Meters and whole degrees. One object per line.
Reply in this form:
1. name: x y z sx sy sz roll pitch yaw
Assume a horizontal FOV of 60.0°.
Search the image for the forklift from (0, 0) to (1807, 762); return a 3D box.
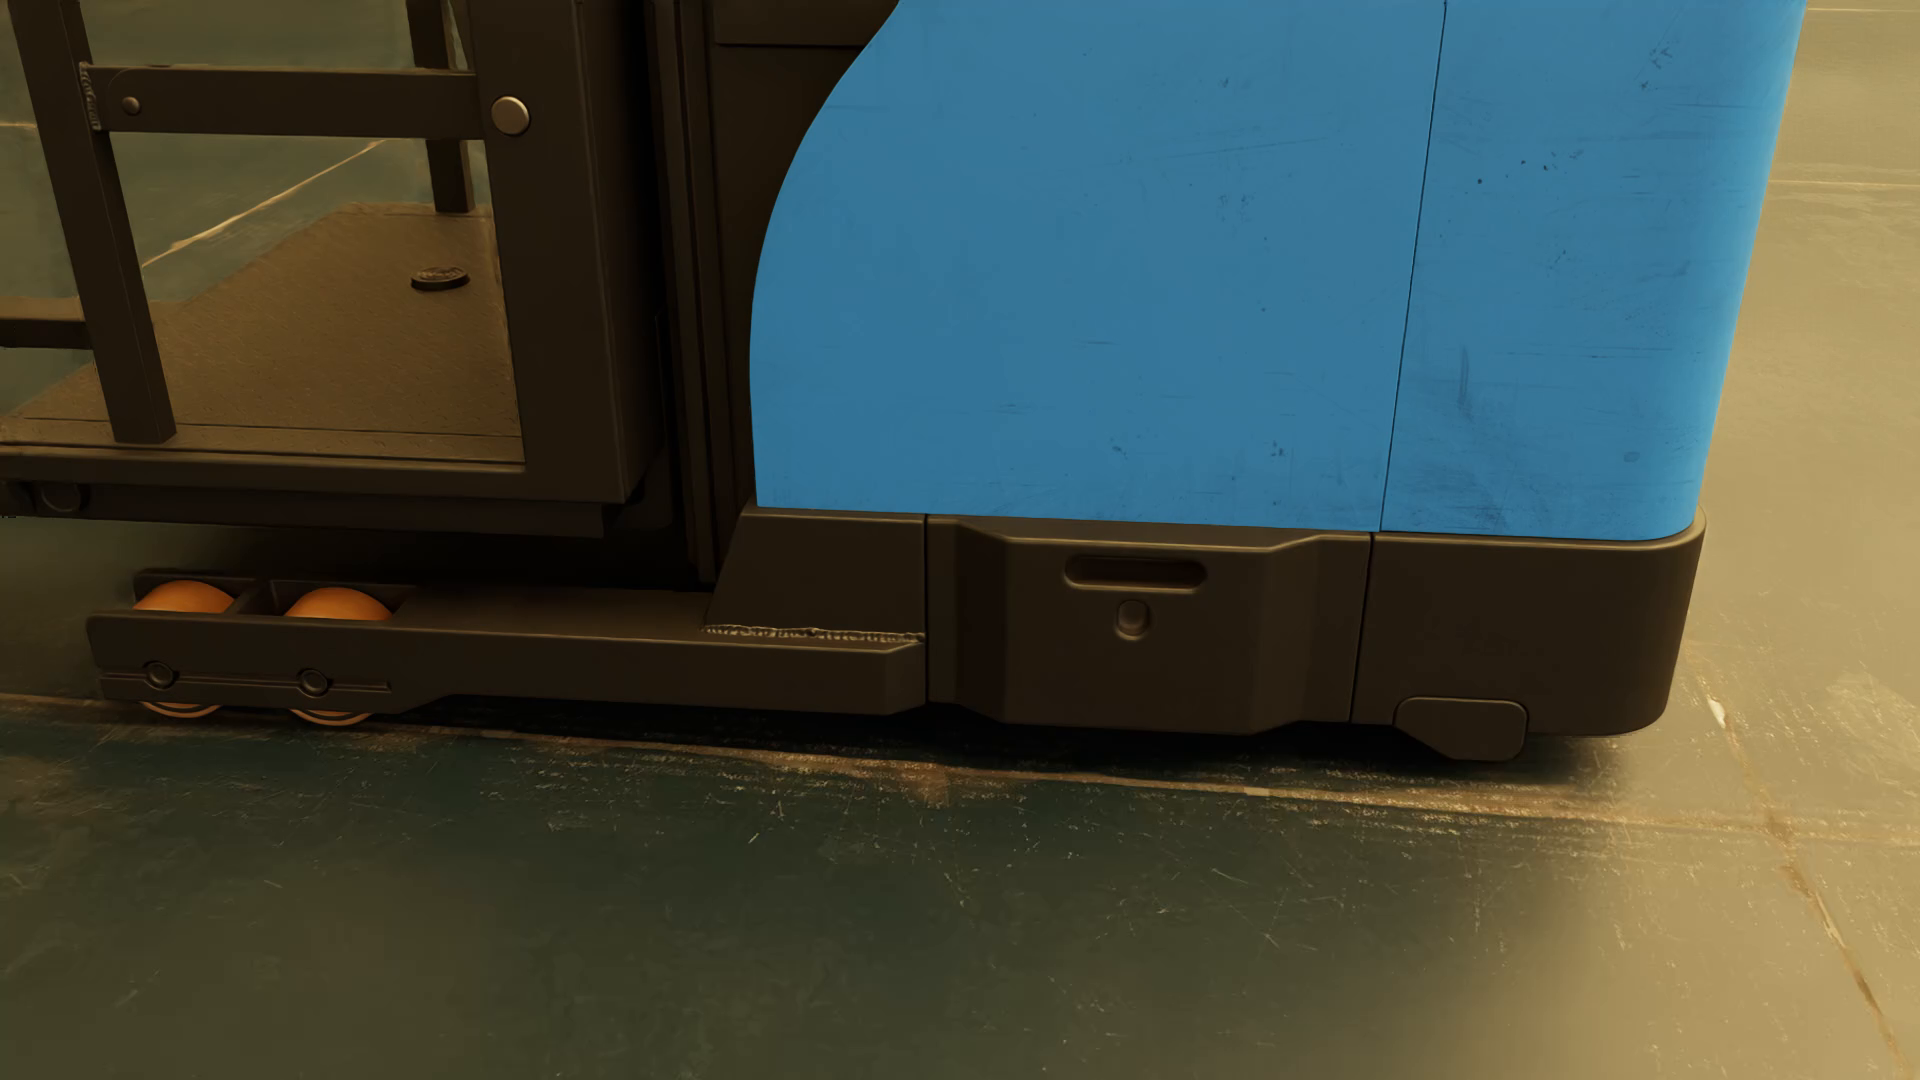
1. forklift: -0.634 -1.316 1.854 3.031 2.935 1.130 2 27 5
